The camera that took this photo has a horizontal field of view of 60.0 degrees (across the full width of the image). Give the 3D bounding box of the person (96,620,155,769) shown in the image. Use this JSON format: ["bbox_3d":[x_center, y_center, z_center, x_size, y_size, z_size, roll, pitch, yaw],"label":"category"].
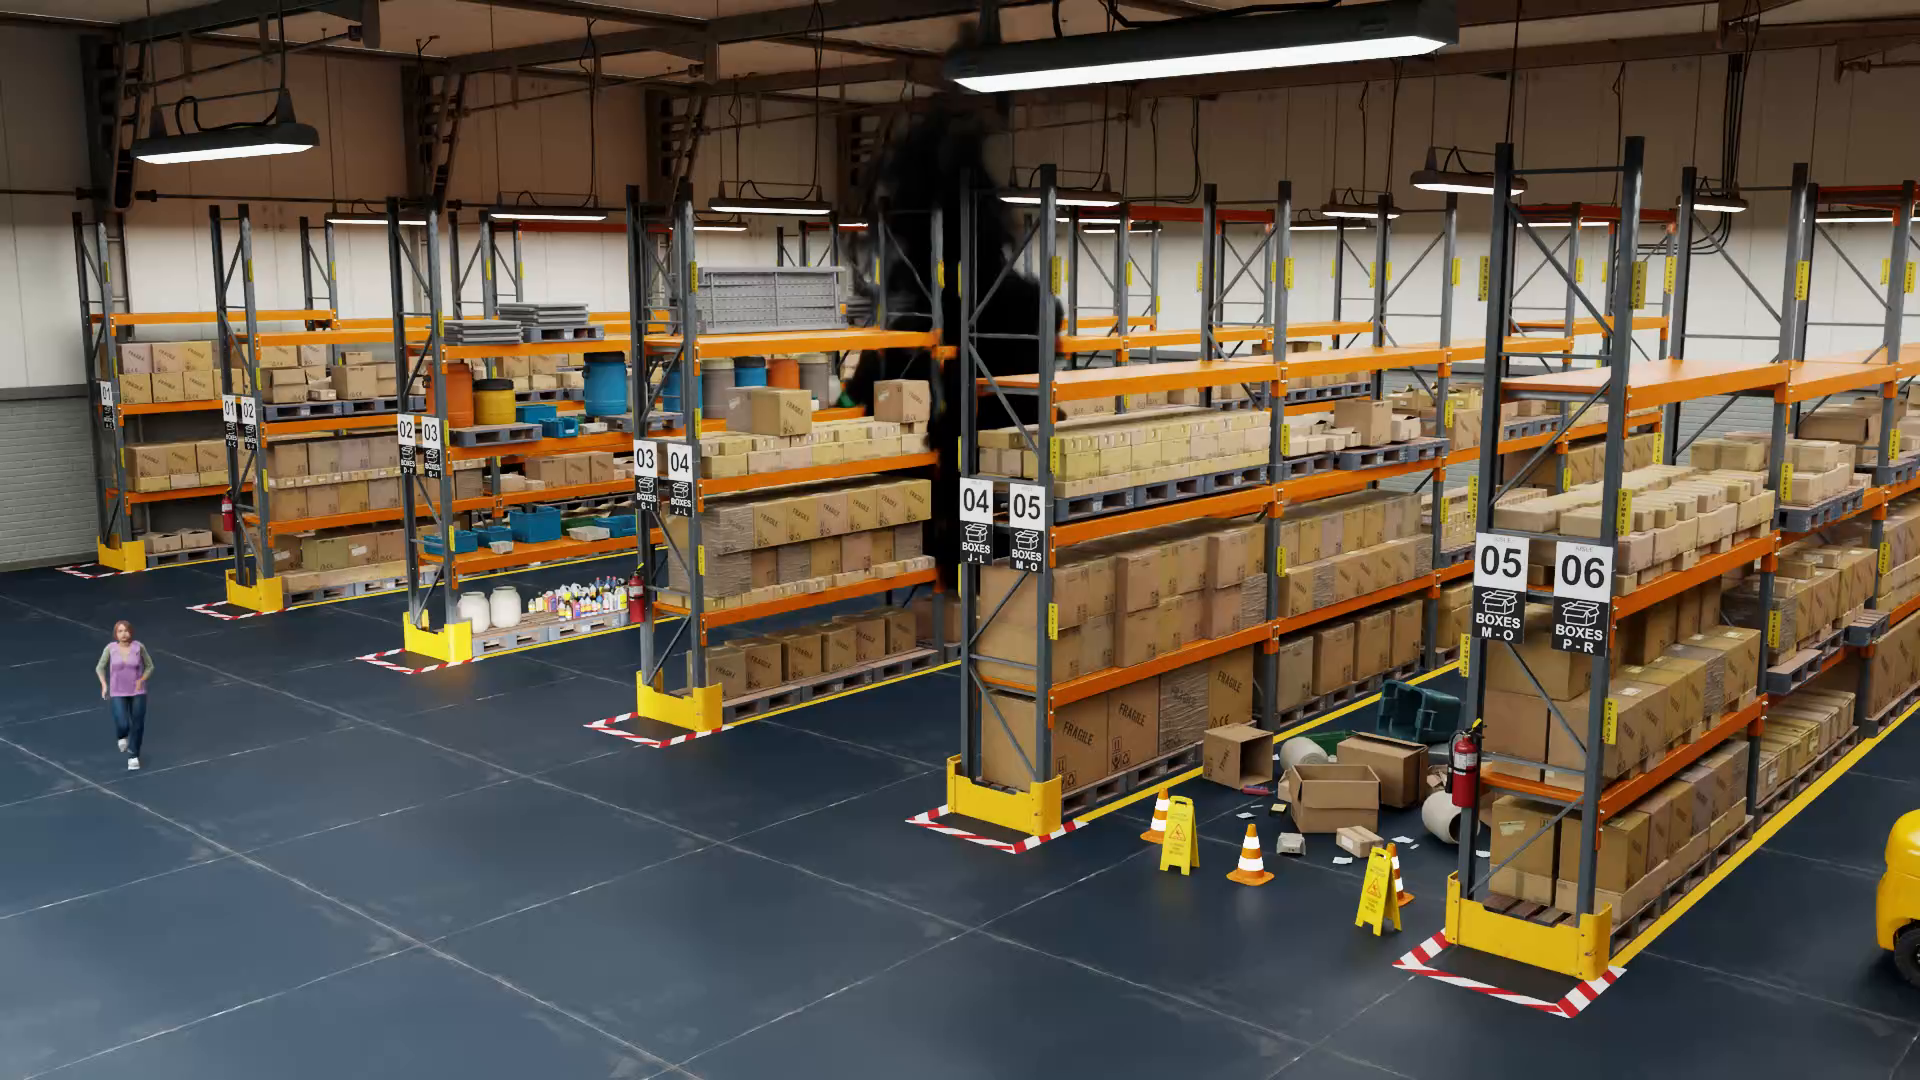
[{"bbox_3d":[-8.555,1.590,17.091,0.536,1.555,0.544,-5,11,-28],"label":"person"}]

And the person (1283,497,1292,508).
[{"bbox_3d":[4.882,0.143,25.133,0.699,1.743,0.786,5,11,28],"label":"person"}]
